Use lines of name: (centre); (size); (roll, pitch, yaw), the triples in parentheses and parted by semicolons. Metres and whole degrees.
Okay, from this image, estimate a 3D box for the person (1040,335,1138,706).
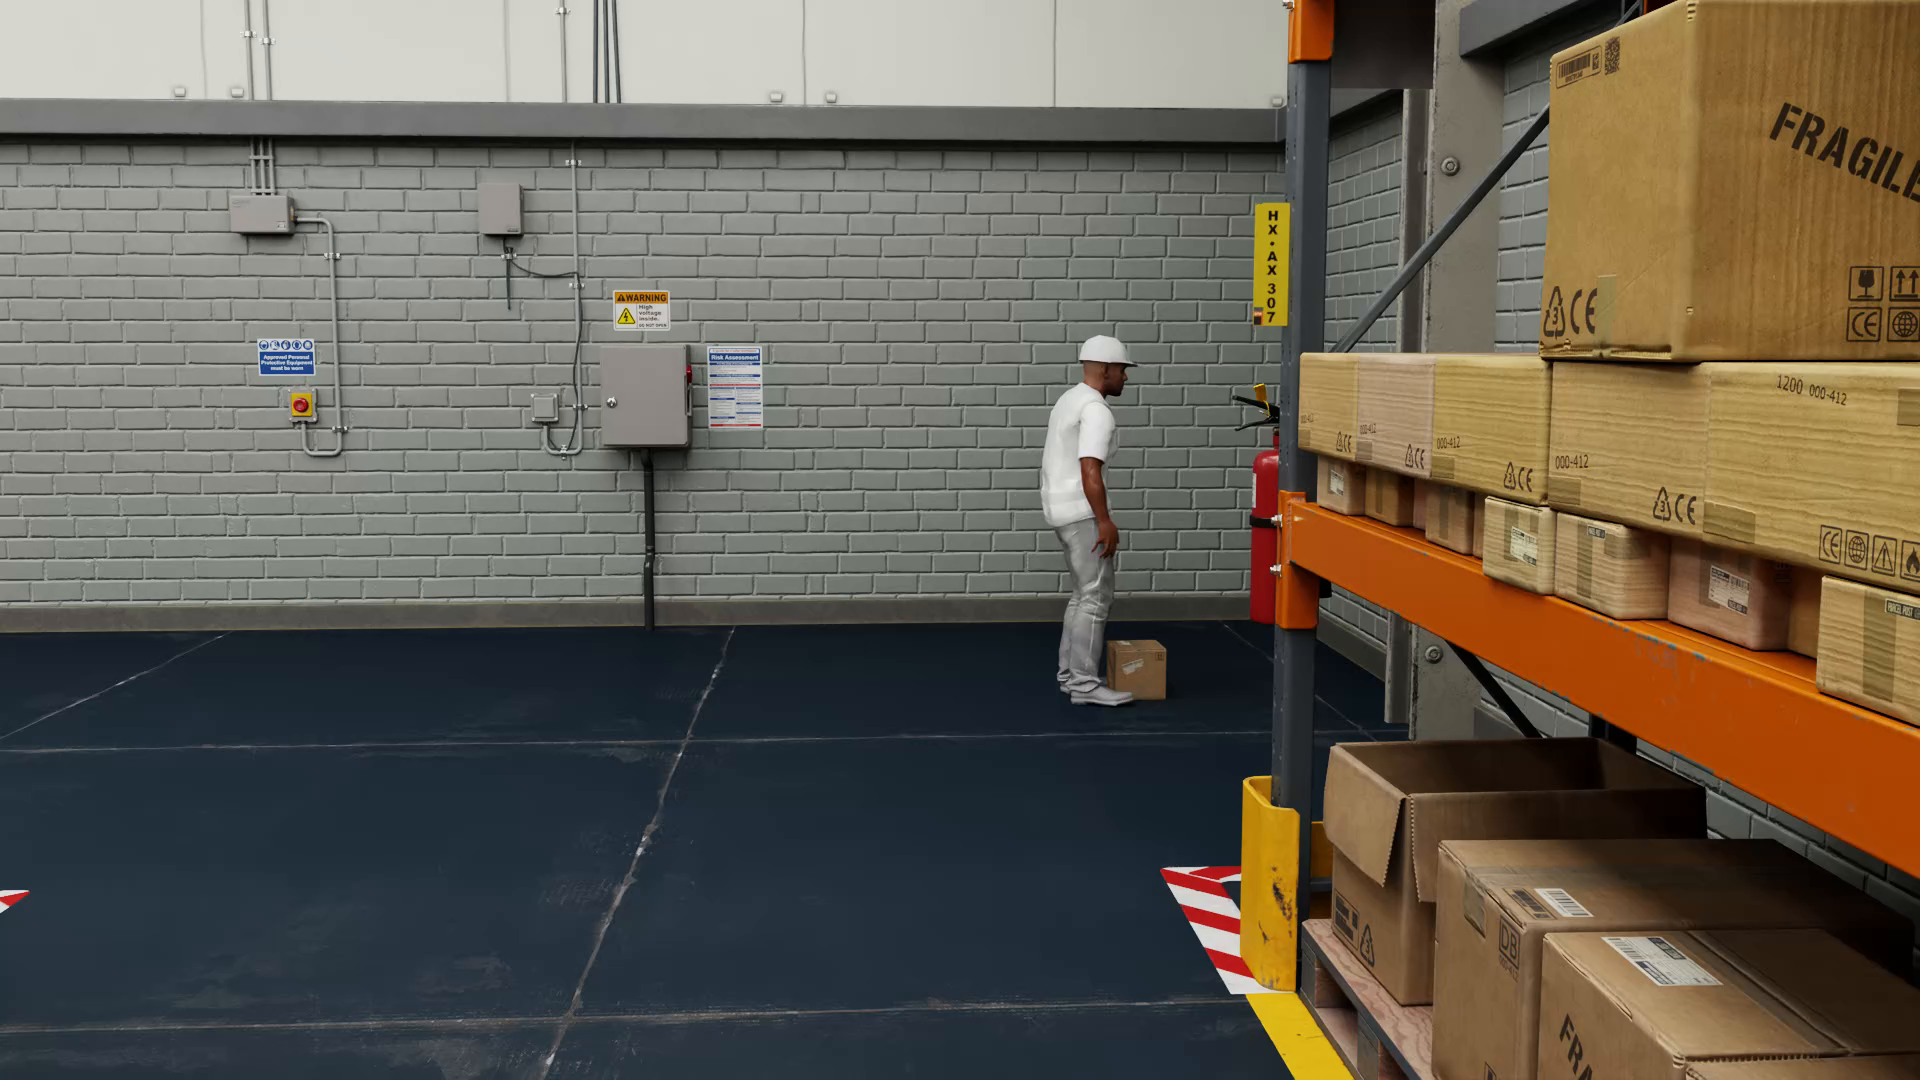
person: (0.634, -0.108, 8.074); (0.462, 1.759, 0.632); (-1, 7, -7)
